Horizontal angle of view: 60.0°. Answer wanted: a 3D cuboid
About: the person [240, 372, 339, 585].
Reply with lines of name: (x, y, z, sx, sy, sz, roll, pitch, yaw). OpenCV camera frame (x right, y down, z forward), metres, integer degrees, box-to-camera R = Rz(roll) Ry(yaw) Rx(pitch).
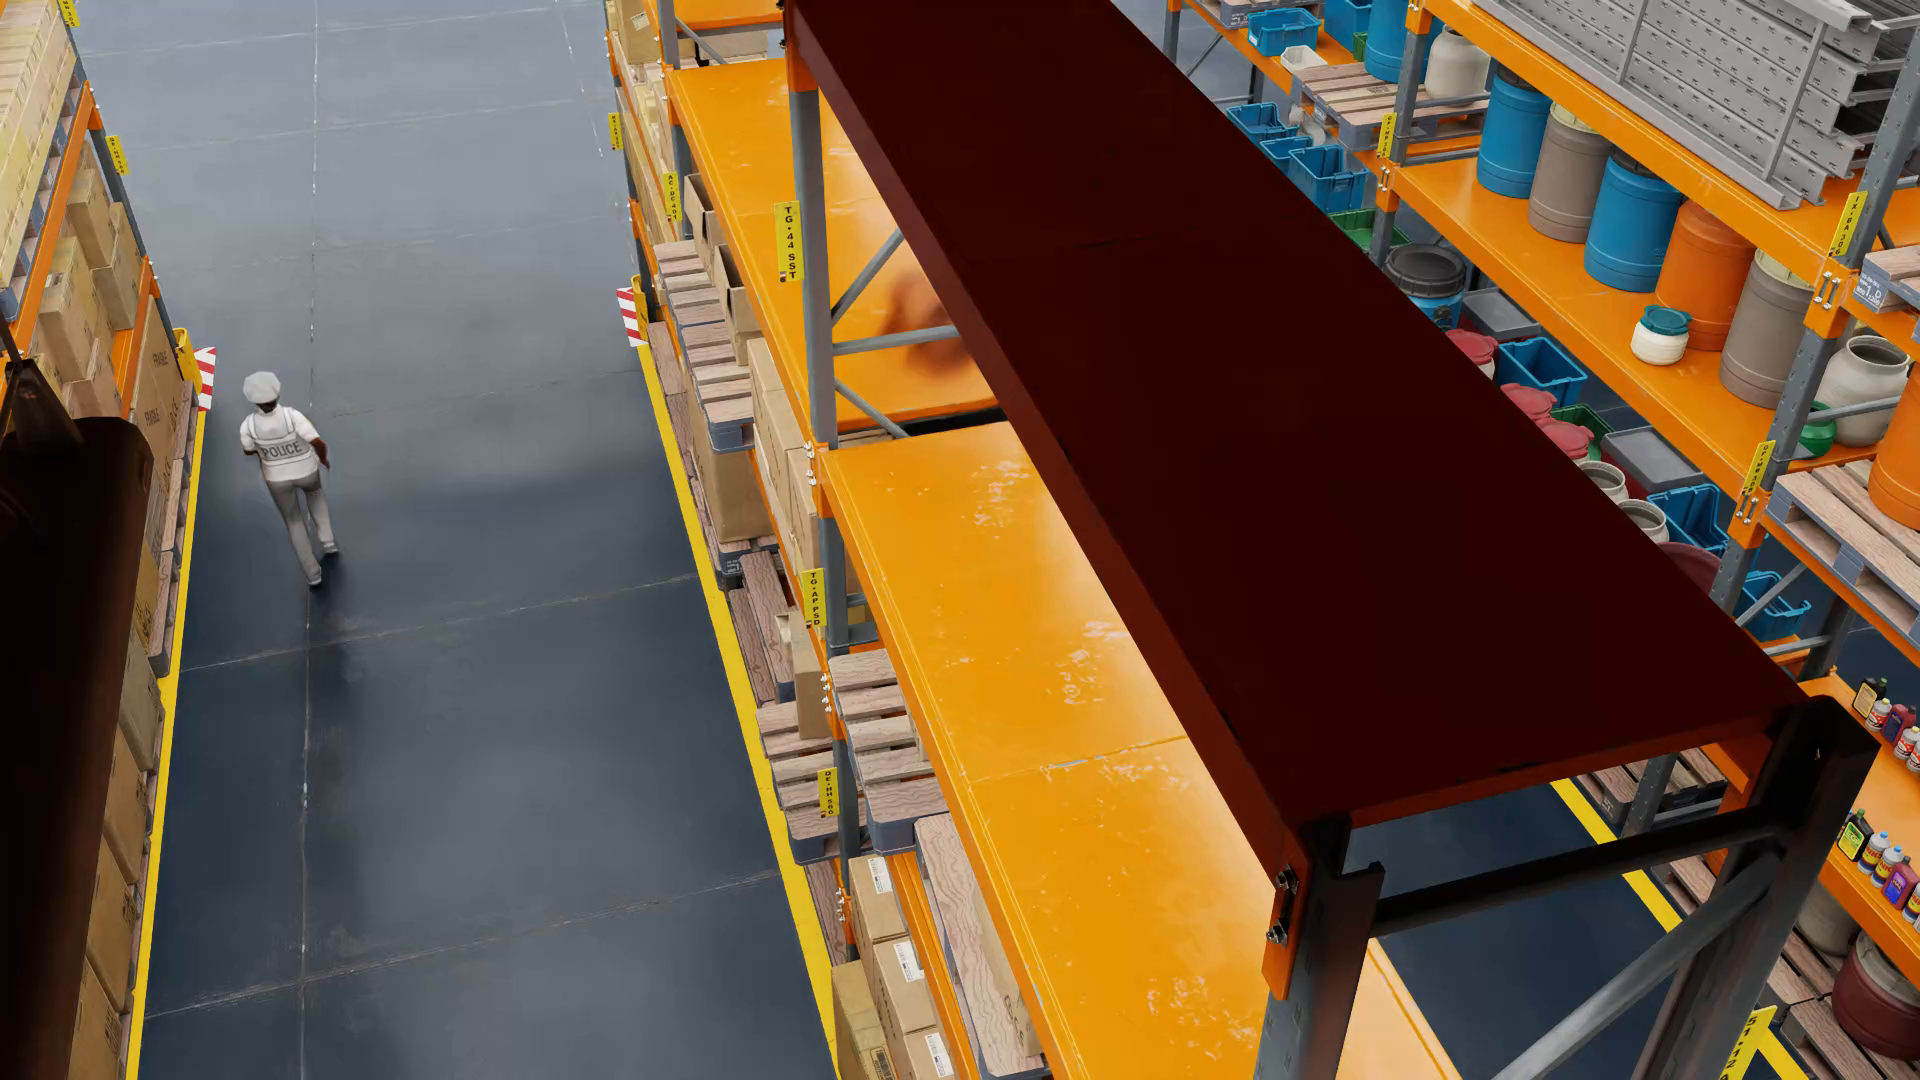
person: (-4.835, -0.468, 12.067, 0.543, 1.741, 0.725, -16, 41, -20)

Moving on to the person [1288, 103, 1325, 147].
person: (3.449, -3.911, 16.467, 0.611, 1.612, 0.614, -26, 45, -29)
